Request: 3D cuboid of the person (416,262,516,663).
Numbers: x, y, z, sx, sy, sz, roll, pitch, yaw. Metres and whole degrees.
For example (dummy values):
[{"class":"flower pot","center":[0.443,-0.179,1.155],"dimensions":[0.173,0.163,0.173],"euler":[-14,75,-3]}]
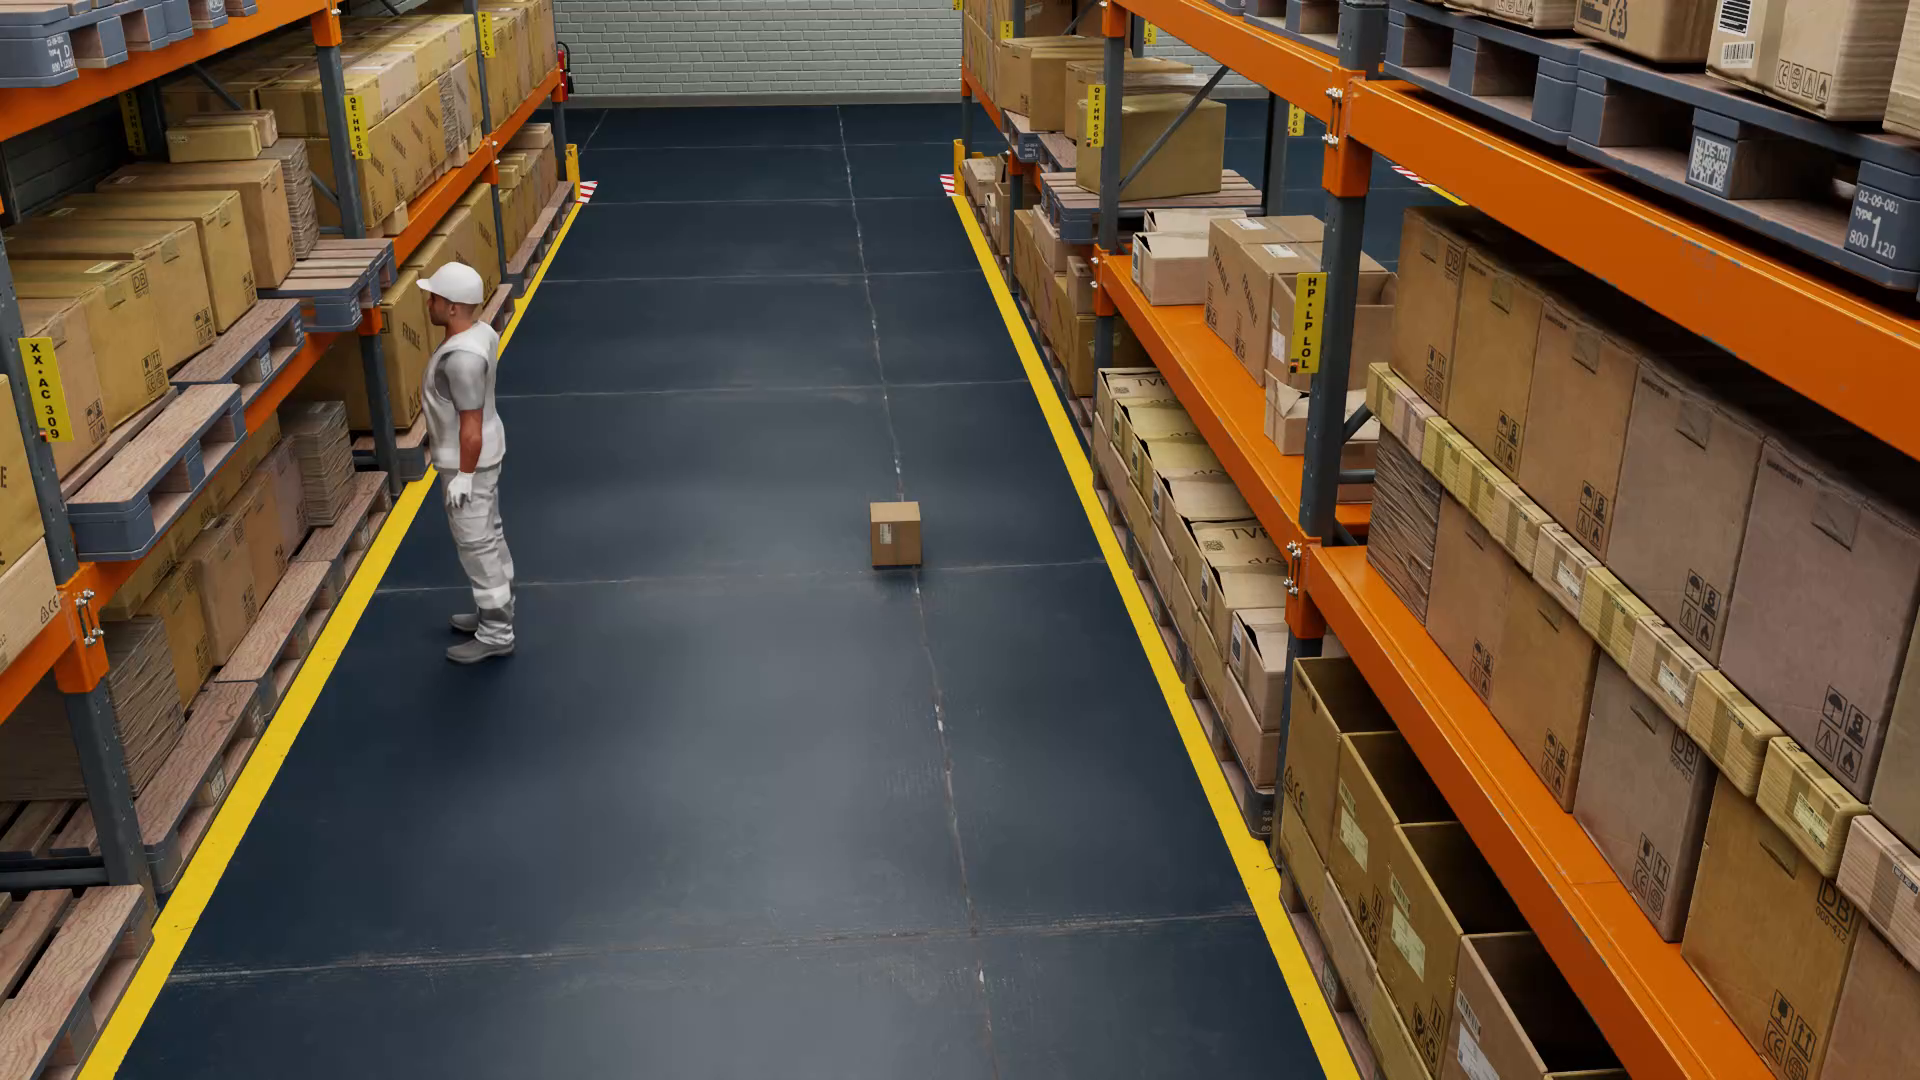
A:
[{"class":"person","center":[-2.185,-0.339,7.344],"dimensions":[0.380,1.794,0.538],"euler":[-3,24,-8]}]
